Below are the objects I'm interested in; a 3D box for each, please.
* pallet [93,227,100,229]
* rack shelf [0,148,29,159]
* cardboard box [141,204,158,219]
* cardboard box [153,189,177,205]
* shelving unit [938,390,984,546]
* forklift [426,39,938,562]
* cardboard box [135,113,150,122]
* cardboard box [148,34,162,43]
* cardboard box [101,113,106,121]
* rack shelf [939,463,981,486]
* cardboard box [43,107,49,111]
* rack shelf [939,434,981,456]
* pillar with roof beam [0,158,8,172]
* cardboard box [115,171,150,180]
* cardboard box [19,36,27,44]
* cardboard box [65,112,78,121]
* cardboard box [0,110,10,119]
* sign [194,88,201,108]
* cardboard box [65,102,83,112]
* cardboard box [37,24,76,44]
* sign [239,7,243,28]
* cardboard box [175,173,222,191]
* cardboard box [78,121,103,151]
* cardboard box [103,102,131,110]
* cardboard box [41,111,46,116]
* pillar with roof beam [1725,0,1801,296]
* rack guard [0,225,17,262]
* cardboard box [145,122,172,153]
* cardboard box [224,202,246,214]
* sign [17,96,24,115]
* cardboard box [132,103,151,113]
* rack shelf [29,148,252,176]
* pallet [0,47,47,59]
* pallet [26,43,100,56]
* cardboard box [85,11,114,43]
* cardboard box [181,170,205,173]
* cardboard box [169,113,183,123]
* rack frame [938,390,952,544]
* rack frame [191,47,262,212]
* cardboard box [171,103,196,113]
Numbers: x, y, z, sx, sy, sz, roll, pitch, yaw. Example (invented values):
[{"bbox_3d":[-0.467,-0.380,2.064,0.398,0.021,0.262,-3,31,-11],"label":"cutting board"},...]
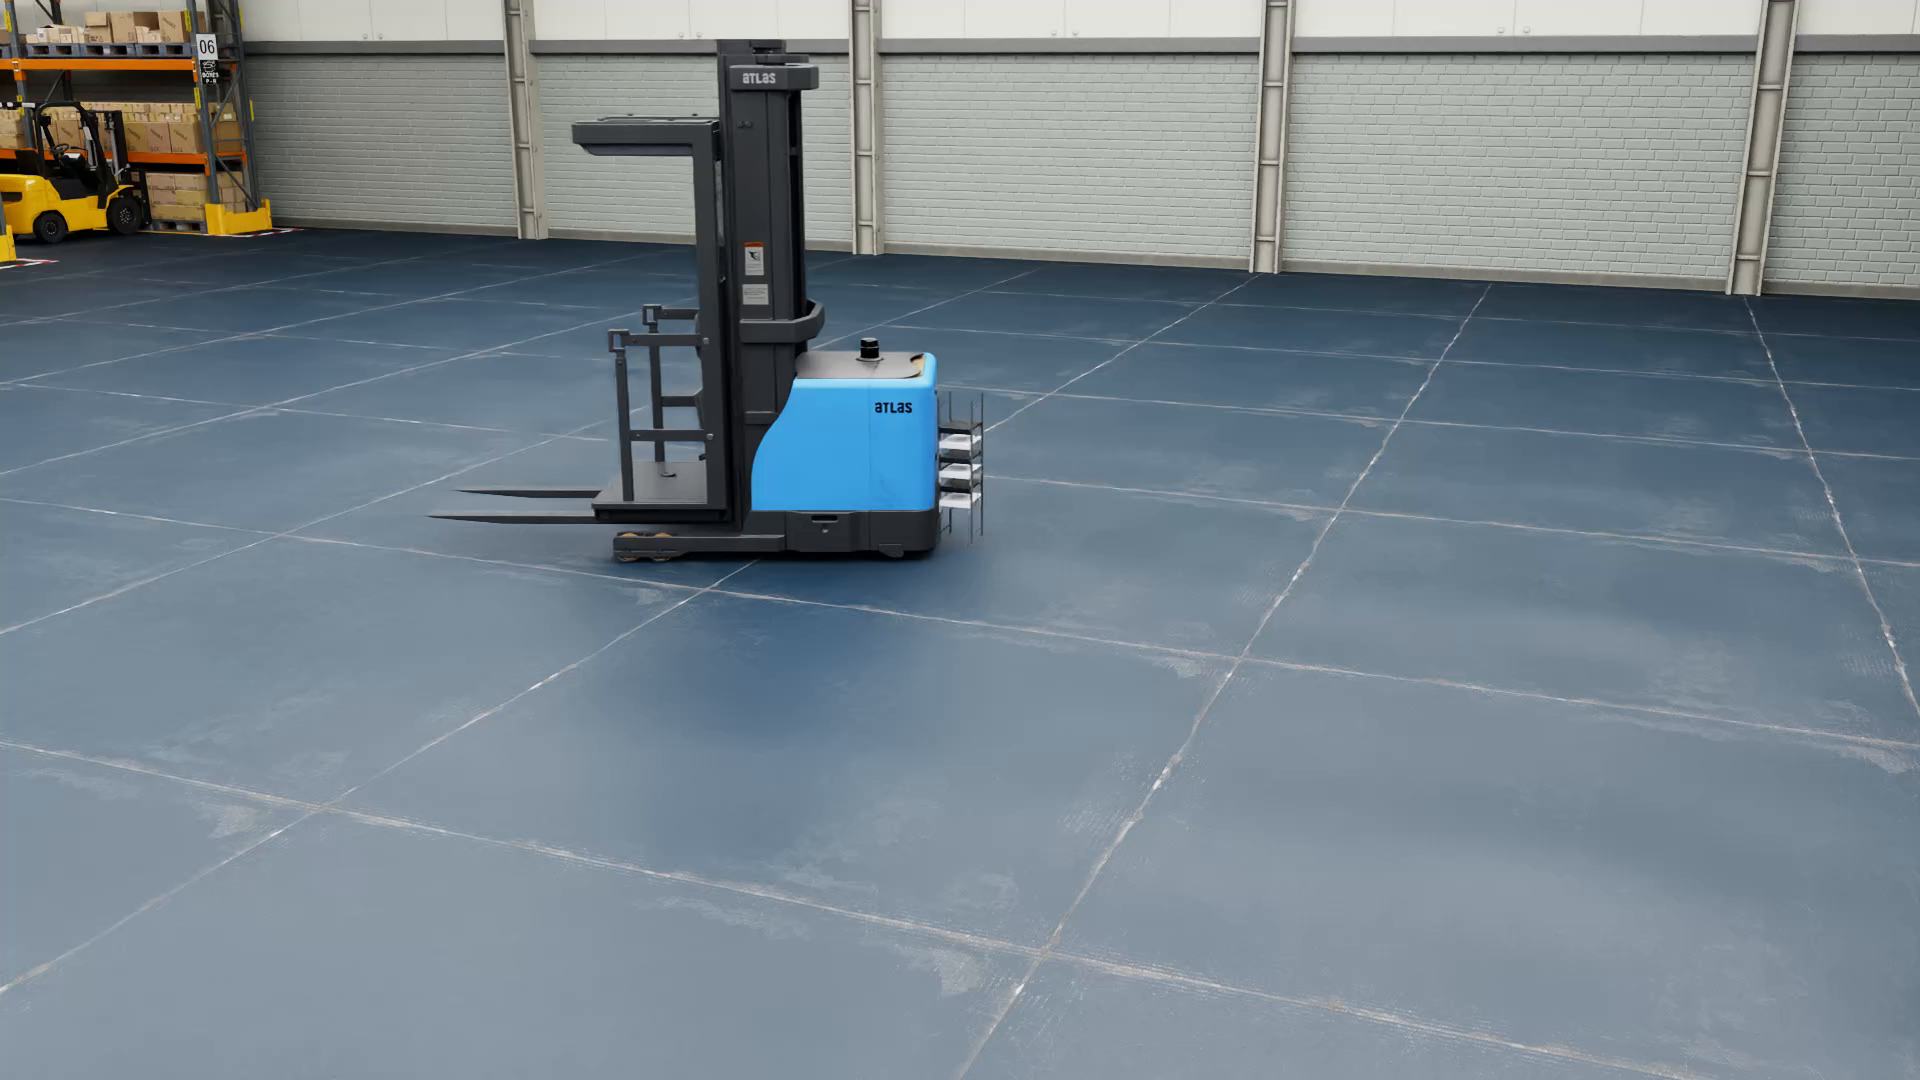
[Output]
[{"bbox_3d":[-15.215,-5.653,29.268,1.213,0.211,1.003,6,17,21],"label":"pallet"},{"bbox_3d":[-17.800,-6.944,30.002,4.000,0.370,1.077,6,17,21],"label":"rack shelf"},{"bbox_3d":[-13.693,-5.630,28.364,0.500,0.250,0.500,6,17,21],"label":"cardboard box"},{"bbox_3d":[-13.249,-5.819,28.121,0.500,0.250,0.500,6,17,20],"label":"cardboard box"},{"bbox_3d":[0.006,-0.434,10.054,0.210,0.900,0.258,5,17,17],"label":"shelving unit"},{"bbox_3d":[-1.654,-1.426,9.829,3.031,2.935,1.130,0,16,1],"label":"forklift"},{"bbox_3d":[-13.604,-7.102,27.914,0.250,0.149,0.380,6,17,19],"label":"cardboard box"},{"bbox_3d":[-13.101,-8.251,27.352,0.250,0.149,0.380,6,17,19],"label":"cardboard box"},{"bbox_3d":[-14.308,-7.180,28.182,0.250,0.149,0.380,6,17,19],"label":"cardboard box"},{"bbox_3d":[0.006,-0.402,10.063,0.200,0.077,0.258,5,17,17],"label":"rack shelf"},{"bbox_3d":[-15.752,-7.477,28.674,0.250,0.149,0.380,7,17,22],"label":"cardboard box"},{"bbox_3d":[0.006,-0.575,10.013,0.200,0.077,0.258,5,17,17],"label":"rack shelf"},{"bbox_3d":[-19.697,-9.359,26.270,0.400,9.000,9.100,6,17,21],"label":"pillar with roof beam"},{"bbox_3d":[-14.180,-6.156,28.385,0.500,0.250,0.500,6,17,20],"label":"cardboard box"},{"bbox_3d":[-16.657,-8.792,29.216,0.250,0.149,0.380,6,17,21],"label":"cardboard box"},{"bbox_3d":[-15.043,-7.253,28.435,0.250,0.149,0.380,7,17,22],"label":"cardboard box"},{"bbox_3d":[-16.586,-7.443,29.089,0.250,0.149,0.380,6,17,20],"label":"cardboard box"},{"bbox_3d":[-12.431,-7.206,27.113,0.005,0.325,0.100,6,17,21],"label":"sign"},{"bbox_3d":[-15.033,-7.397,28.398,0.250,0.149,0.380,7,17,22],"label":"cardboard box"},{"bbox_3d":[-15.255,-8.584,28.208,0.500,0.311,0.500,7,17,22],"label":"cardboard box"},{"bbox_3d":[-12.009,-8.717,27.730,0.005,0.325,0.100,6,17,21],"label":"sign"},{"bbox_3d":[-12.761,-6.003,27.856,0.500,0.250,0.500,7,18,22],"label":"cardboard box"},{"bbox_3d":[-14.661,-6.919,28.447,0.500,0.500,0.500,6,17,20],"label":"cardboard box"},{"bbox_3d":[-14.286,-7.345,28.219,0.250,0.149,0.380,6,17,21],"label":"cardboard box"},{"bbox_3d":[-15.740,-7.343,28.745,0.250,0.149,0.380,6,17,20],"label":"cardboard box"},{"bbox_3d":[8.211,-6.290,15.699,0.400,9.000,9.100,6,17,21],"label":"pillar with roof beam"},{"bbox_3d":[-14.107,-4.195,23.727,0.348,0.500,1.175,6,17,21],"label":"rack guard"},{"bbox_3d":[-13.252,-6.761,27.903,0.500,0.500,0.500,7,18,22],"label":"cardboard box"},{"bbox_3d":[-12.604,-5.658,28.460,0.500,0.250,0.500,6,17,21],"label":"cardboard box"},{"bbox_3d":[-16.130,-7.461,28.558,0.005,0.325,0.100,6,17,21],"label":"sign"},{"bbox_3d":[-13.611,-7.239,27.853,0.250,0.149,0.380,7,18,22],"label":"cardboard box"},{"bbox_3d":[-14.079,-6.534,28.592,4.000,0.370,1.077,6,17,21],"label":"rack shelf"},{"bbox_3d":[-16.765,-8.520,29.105,1.217,0.209,0.805,6,17,18],"label":"pallet"},{"bbox_3d":[-15.137,-8.402,28.514,1.213,0.211,1.003,6,17,21],"label":"pallet"},{"bbox_3d":[-14.166,-8.598,27.911,0.637,0.503,0.797,7,18,22],"label":"cardboard box"},{"bbox_3d":[-13.062,-6.185,28.484,0.500,0.250,0.500,6,17,21],"label":"cardboard box"},{"bbox_3d":[-12.893,-7.016,27.618,0.250,0.149,0.380,7,17,22],"label":"cardboard box"},{"bbox_3d":[-0.091,-0.442,10.084,0.006,0.900,0.240,5,17,17],"label":"rack frame"},{"bbox_3d":[-12.219,-6.675,27.787,0.127,3.000,1.000,6,17,21],"label":"rack frame"},{"bbox_3d":[-12.870,-7.177,27.639,0.250,0.149,0.380,6,17,21],"label":"cardboard box"}]
